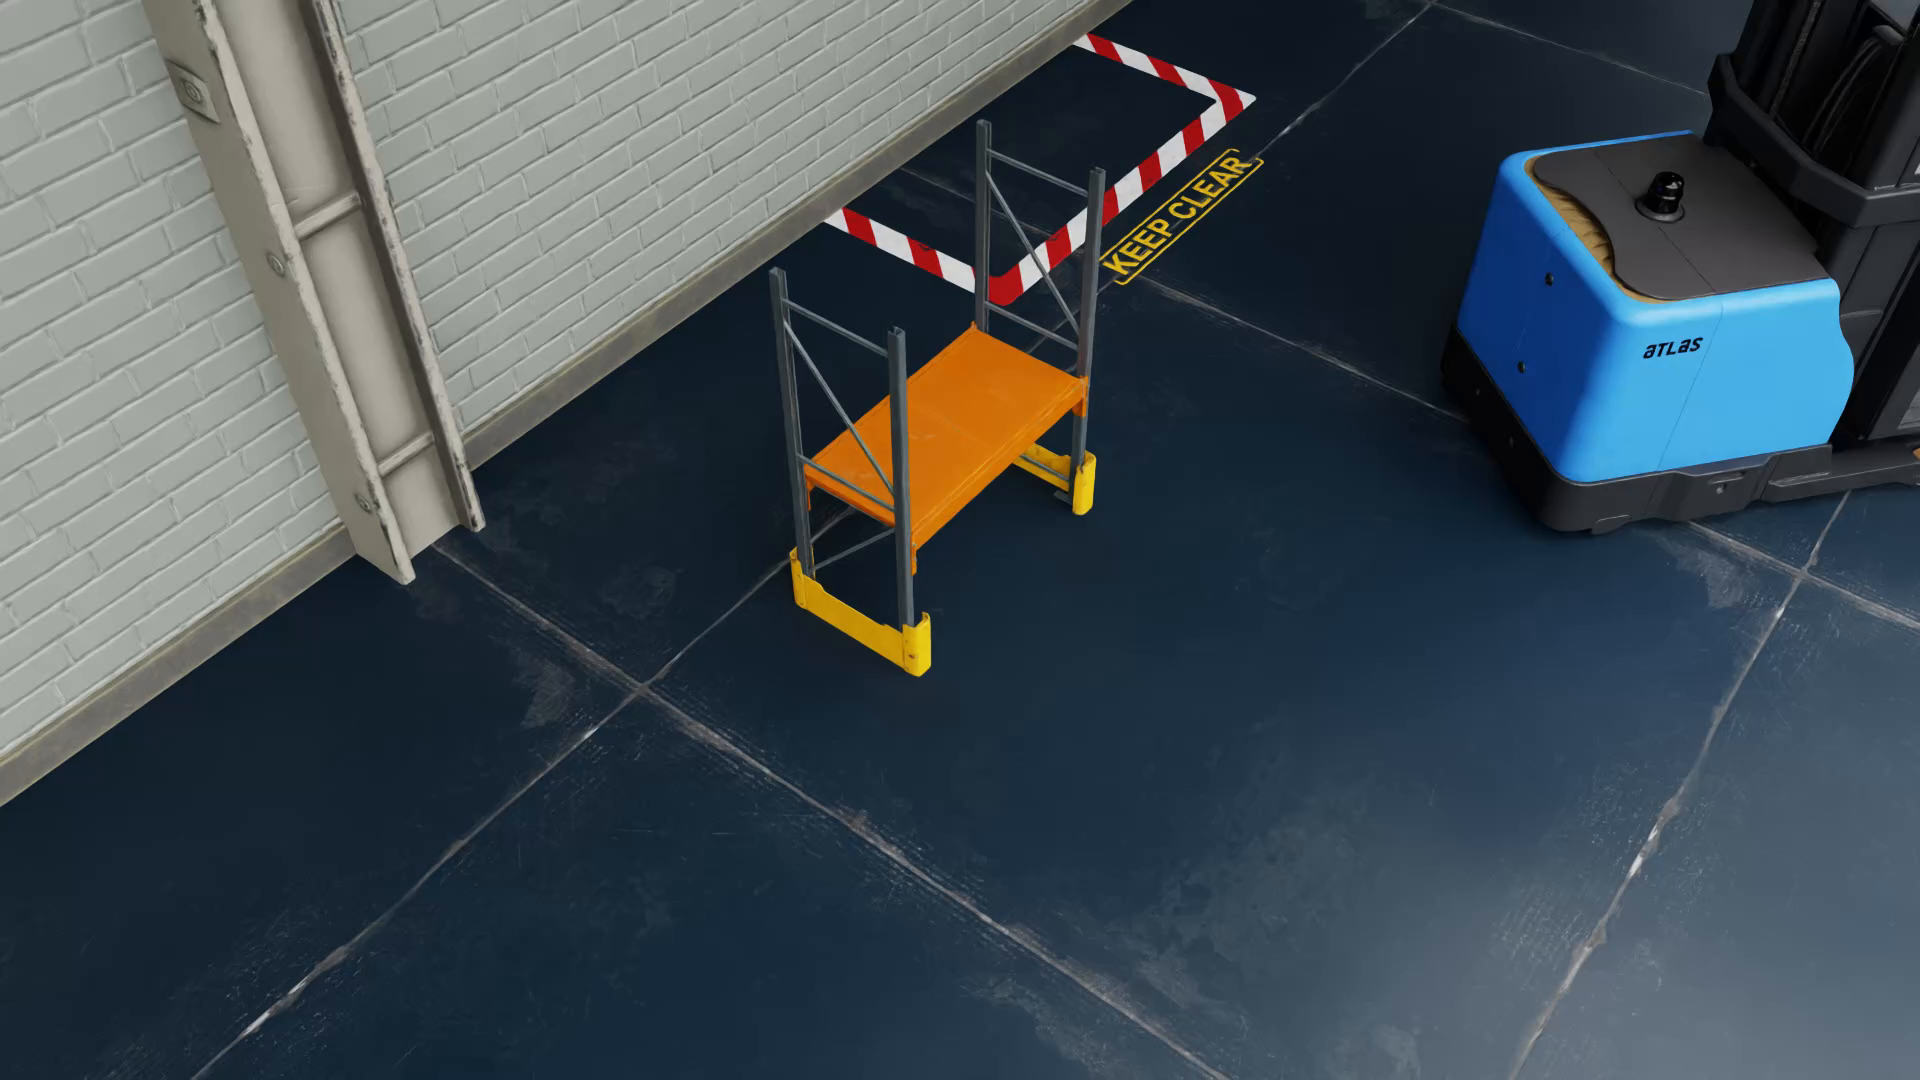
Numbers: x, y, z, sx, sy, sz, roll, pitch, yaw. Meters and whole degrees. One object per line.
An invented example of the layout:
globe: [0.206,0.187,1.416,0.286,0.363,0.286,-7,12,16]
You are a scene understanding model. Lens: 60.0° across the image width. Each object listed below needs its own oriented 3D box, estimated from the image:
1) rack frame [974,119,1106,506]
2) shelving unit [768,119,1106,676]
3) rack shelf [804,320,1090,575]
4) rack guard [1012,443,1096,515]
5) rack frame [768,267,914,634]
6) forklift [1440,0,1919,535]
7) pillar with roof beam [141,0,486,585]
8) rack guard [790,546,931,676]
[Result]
rack frame: [0.259,-0.760,5.939,0.500,1.500,0.032,29,53,25]
shelving unit: [-0.047,-0.474,5.666,0.587,1.500,1.083,29,53,25]
rack shelf: [-0.052,-0.345,5.791,0.538,0.185,1.000,29,53,25]
rack guard: [0.258,-0.328,6.390,0.587,0.250,0.087,29,53,25]
rack frame: [-0.363,-0.178,5.383,0.500,1.500,0.032,29,53,25]
forklift: [3.542,-1.589,5.741,3.031,2.935,1.130,-9,47,-9]
pillar with roof beam: [1.372,-1.218,1.191,9.100,9.000,0.400,29,53,25]
rack guard: [-0.351,0.242,5.846,0.587,0.250,0.087,29,53,25]
